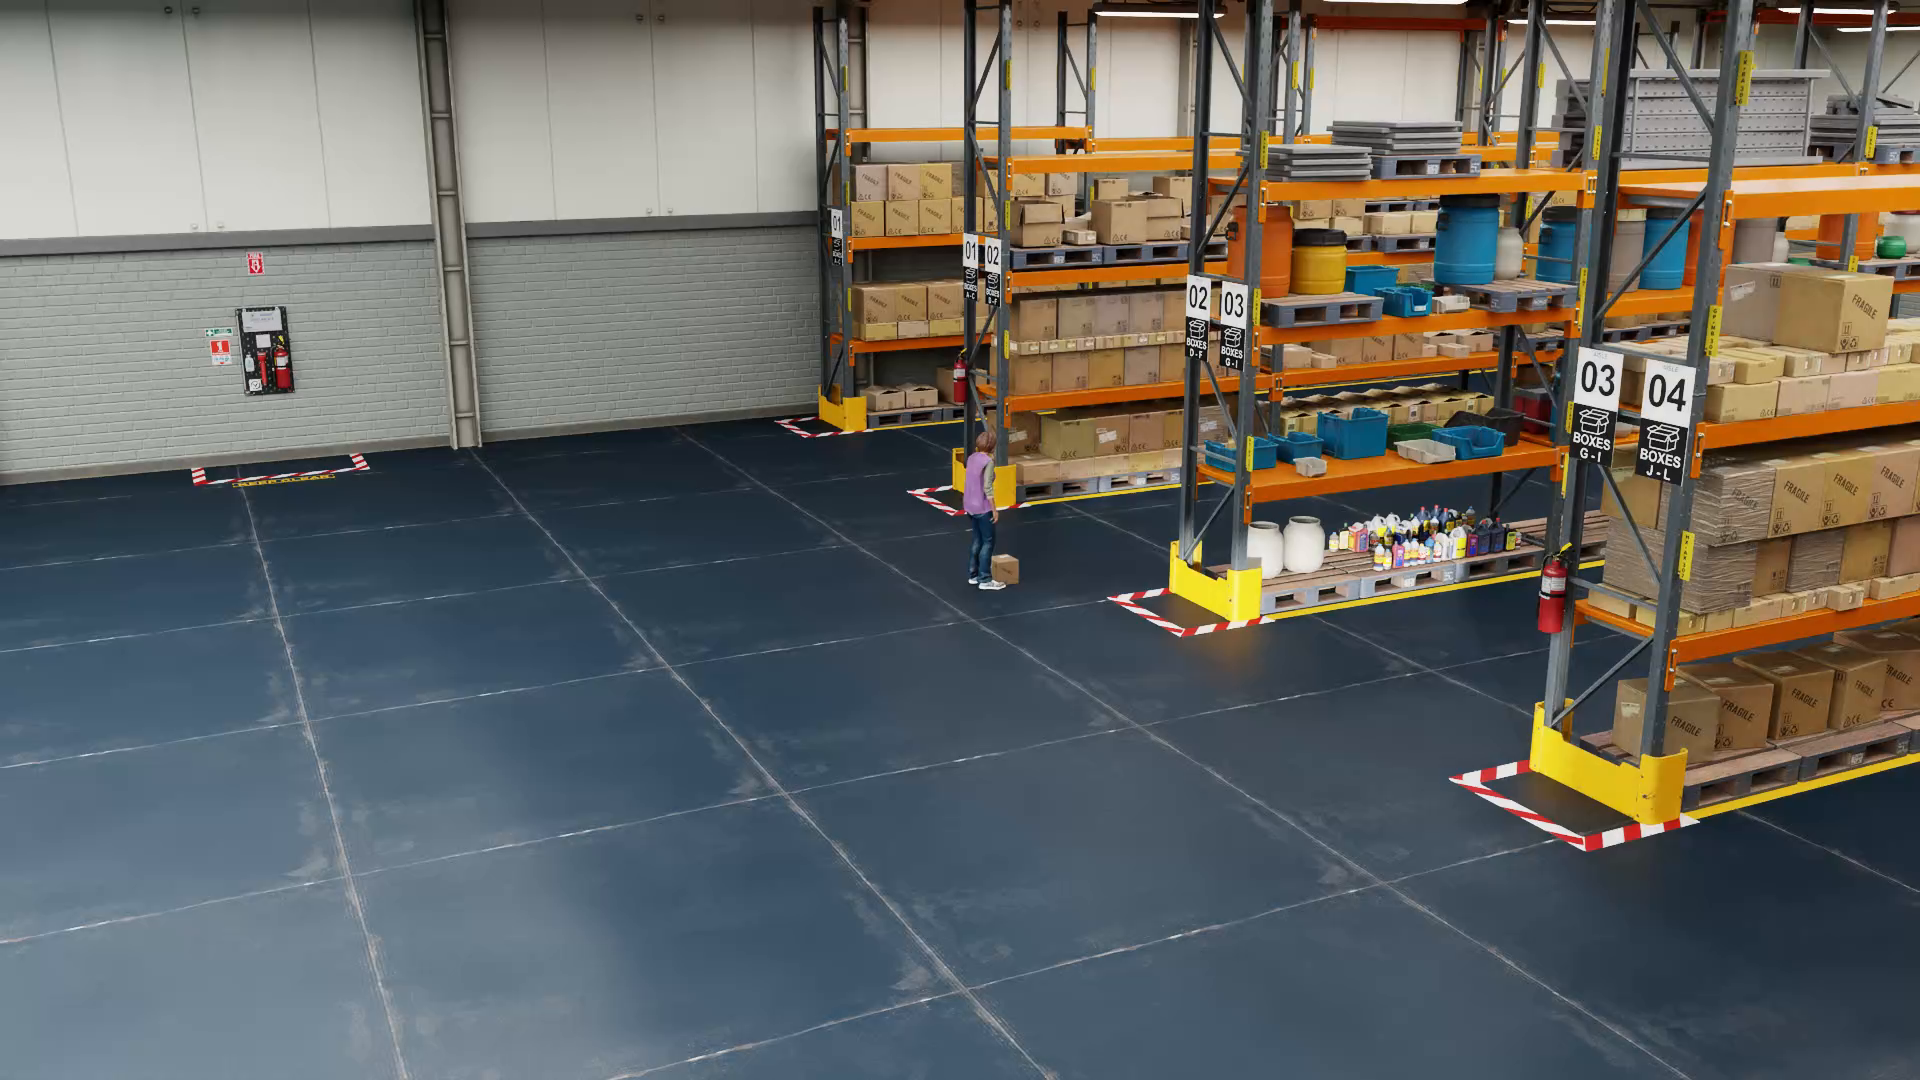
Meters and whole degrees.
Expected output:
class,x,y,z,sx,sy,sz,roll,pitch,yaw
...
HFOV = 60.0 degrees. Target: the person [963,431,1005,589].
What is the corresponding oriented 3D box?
class,x,y,z,sx,sy,sz,roll,pitch,yaw
person,0.224,-0.308,16.847,0.342,1.593,0.485,-8,18,-28
